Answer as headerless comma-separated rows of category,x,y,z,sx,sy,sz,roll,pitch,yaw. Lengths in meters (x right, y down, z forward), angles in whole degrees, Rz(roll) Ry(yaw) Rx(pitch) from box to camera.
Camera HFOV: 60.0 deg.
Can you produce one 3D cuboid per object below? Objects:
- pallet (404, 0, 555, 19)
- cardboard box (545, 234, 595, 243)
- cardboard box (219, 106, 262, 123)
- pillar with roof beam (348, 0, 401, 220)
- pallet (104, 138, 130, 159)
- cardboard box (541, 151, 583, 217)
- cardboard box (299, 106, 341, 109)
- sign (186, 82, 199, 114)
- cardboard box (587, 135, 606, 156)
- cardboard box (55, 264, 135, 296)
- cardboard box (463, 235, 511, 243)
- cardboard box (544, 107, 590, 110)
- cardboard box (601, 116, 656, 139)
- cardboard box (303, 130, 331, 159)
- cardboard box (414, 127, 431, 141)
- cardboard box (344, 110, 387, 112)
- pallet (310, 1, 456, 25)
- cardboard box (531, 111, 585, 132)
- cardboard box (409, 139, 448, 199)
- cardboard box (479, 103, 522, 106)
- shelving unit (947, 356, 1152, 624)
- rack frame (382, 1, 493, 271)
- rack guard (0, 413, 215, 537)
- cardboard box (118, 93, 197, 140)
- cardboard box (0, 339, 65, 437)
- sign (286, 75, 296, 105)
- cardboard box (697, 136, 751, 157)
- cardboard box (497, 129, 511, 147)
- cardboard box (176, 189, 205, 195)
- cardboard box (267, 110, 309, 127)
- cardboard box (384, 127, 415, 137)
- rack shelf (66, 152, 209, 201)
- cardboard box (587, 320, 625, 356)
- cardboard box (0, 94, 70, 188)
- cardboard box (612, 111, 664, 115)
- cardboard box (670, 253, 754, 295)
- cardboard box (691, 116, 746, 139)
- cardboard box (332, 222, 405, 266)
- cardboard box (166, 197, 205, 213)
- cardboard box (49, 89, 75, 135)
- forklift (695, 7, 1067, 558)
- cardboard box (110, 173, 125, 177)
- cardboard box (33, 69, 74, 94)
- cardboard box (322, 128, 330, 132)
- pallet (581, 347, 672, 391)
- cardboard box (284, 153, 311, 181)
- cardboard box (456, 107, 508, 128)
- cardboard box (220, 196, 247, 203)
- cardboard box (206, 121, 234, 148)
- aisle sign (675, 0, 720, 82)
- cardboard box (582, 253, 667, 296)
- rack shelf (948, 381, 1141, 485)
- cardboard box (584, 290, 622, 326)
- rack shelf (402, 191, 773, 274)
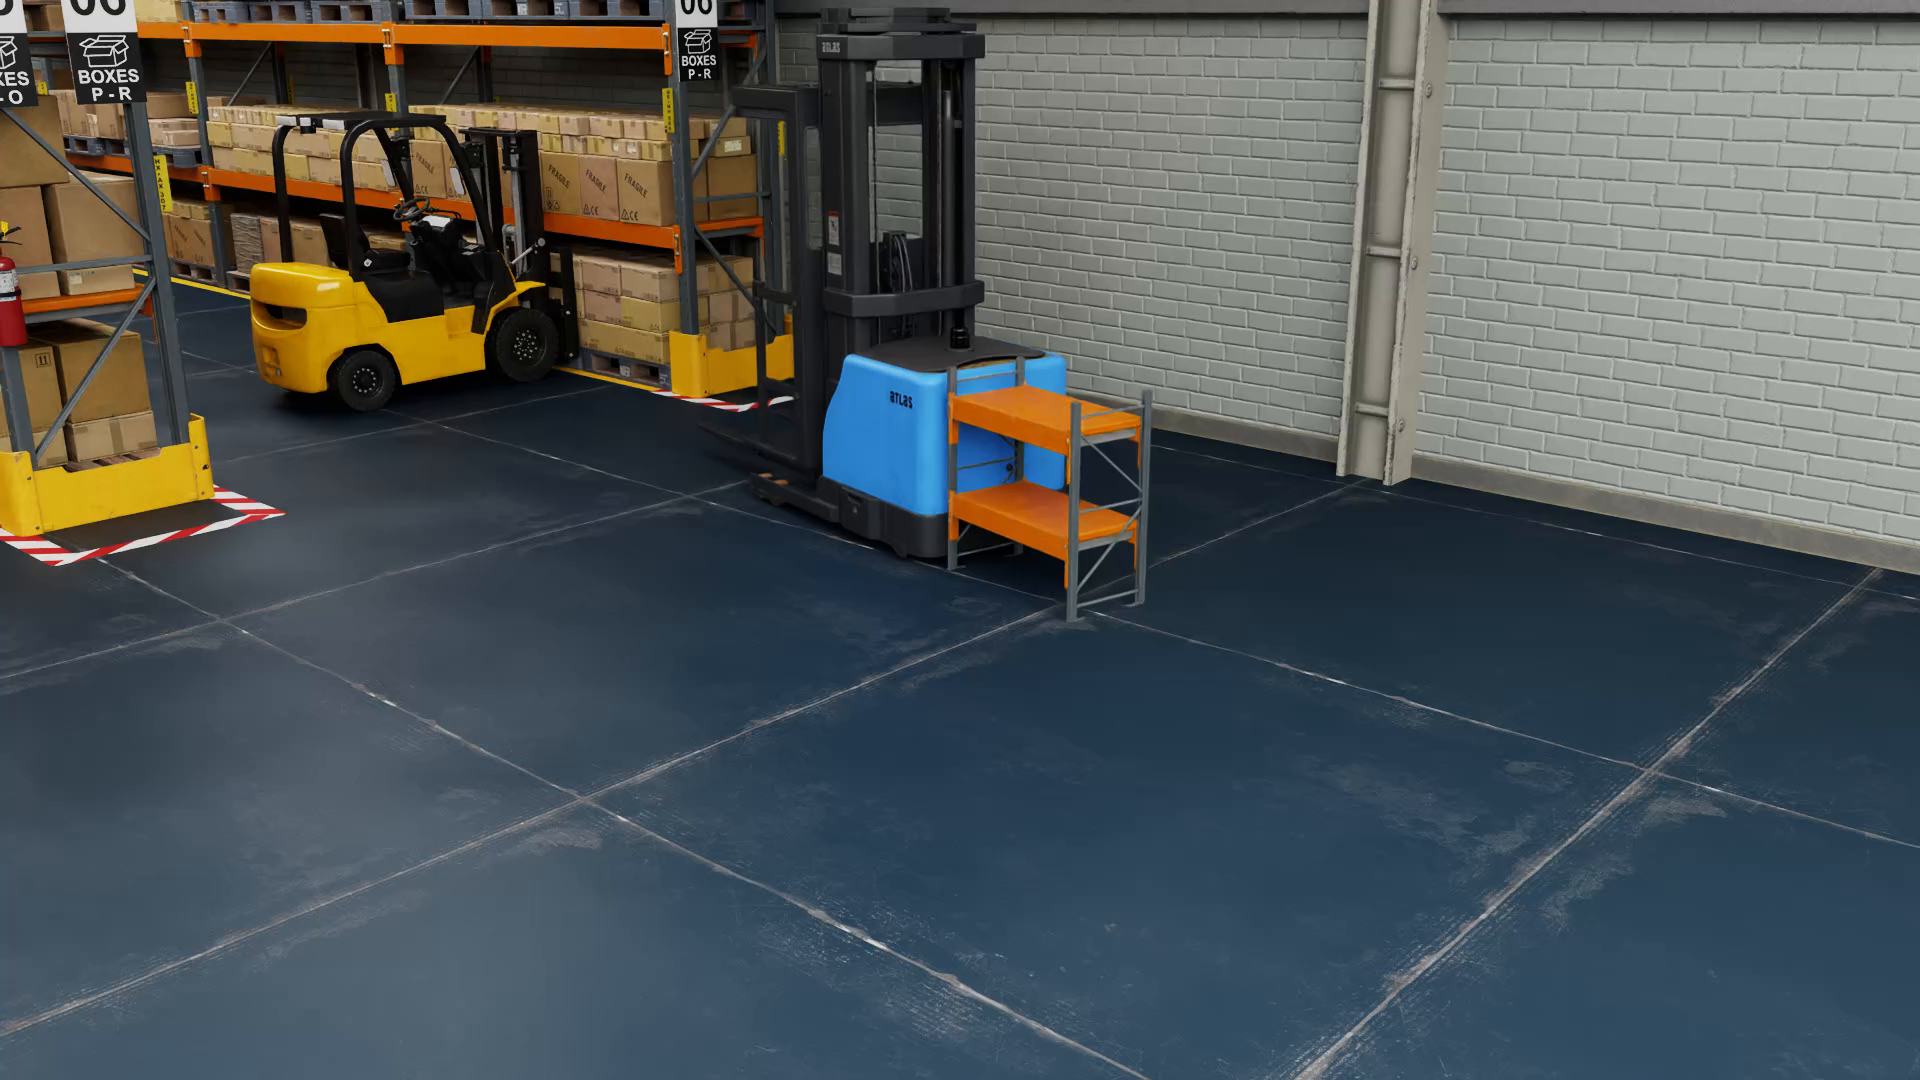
pallet,-4.176,-4.741,14.779,1.213,0.211,1.003,15,23,39
cardboard box,-3.576,-2.627,15.128,0.500,0.250,0.500,15,23,40
cardboard box,-7.579,-4.495,17.578,0.250,0.149,0.380,16,23,40
pillar with roof beam,-9.107,-6.149,14.112,0.400,9.000,9.100,15,23,39
pallet,-9.280,-4.620,19.527,1.213,0.211,1.003,15,23,39
cardboard box,-3.147,-3.012,13.977,0.500,0.500,0.500,14,23,38
cardboard box,-6.792,-4.533,17.697,0.250,0.149,0.380,14,23,38
sign,-8.176,-4.711,17.715,0.005,0.325,0.100,15,23,39
cardboard box,-2.827,-3.241,13.629,0.250,0.149,0.380,15,23,39
cardboard box,-5.248,-1.587,10.069,0.250,0.149,0.380,15,23,39
cardboard box,-4.302,-2.612,15.081,0.500,0.250,0.500,15,23,39
cardboard box,-3.455,-3.757,14.762,0.250,0.149,0.380,15,23,39
cardboard box,-2.666,-3.327,13.408,0.250,0.149,0.380,16,23,40
cardboard box,-6.136,-3.932,16.463,0.500,0.250,0.500,16,23,40
cardboard box,-4.767,-3.752,15.238,0.250,0.149,0.380,15,23,38
cardboard box,-6.061,-4.311,17.000,0.250,0.149,0.380,15,23,40
pallet,-5.499,-5.031,15.864,1.217,0.209,0.805,14,22,37
cardboard box,-3.398,-3.545,14.094,0.250,0.149,0.380,15,23,40
cardboard box,-4.672,-3.418,15.258,0.500,0.500,0.500,14,22,38
cardboard box,-4.231,-3.962,15.407,0.250,0.149,0.380,14,23,38
shelving unit,0.443,-0.290,8.665,0.538,1.125,1.048,-12,21,-34
rack frame,-4.831,-3.519,15.740,0.127,3.000,1.000,15,23,39
rack guard,-5.188,-0.416,10.095,0.348,0.500,1.175,15,23,39
cardboard box,-9.166,-4.857,19.092,0.637,0.503,0.797,14,23,38
cardboard box,-5.903,-0.941,10.228,0.500,0.500,0.500,15,23,40
sign,-7.457,-5.000,18.493,0.005,0.325,0.100,15,23,39
cardboard box,-1.921,-3.199,13.496,0.250,0.149,0.380,14,23,38
cardboard box,-3.829,-3.488,14.407,0.250,0.149,0.380,14,22,38
cardboard box,-9.182,-4.126,20.020,0.250,0.149,0.380,14,22,37
cardboard box,-6.807,-4.291,16.937,0.250,0.149,0.380,16,23,40
cardboard box,-5.234,-3.894,15.685,0.250,0.149,0.380,16,24,41
rack shelf,-9.319,-4.380,19.645,4.000,0.370,1.077,15,23,39
cardboard box,-2.766,-1.730,13.955,0.500,0.250,0.500,15,23,39
cardboard box,-5.658,-2.311,9.625,0.500,0.500,0.700,14,23,38
cardboard box,-2.718,-3.540,14.079,0.250,0.149,0.380,16,24,41
cardboard box,-2.073,-2.221,13.850,0.500,0.250,0.500,15,23,38
cardboard box,-1.949,-3.330,13.416,0.250,0.149,0.380,14,23,38
cardboard box,-5.804,-2.847,16.854,0.625,0.625,0.875,15,23,39
cardboard box,-8.920,-3.855,19.167,0.250,0.149,0.380,16,24,41
cardboard box,-10.601,-5.225,20.257,0.500,0.500,0.700,16,23,41
forklift,-0.659,-1.681,10.064,1.130,2.935,3.031,-12,21,-34
cardboard box,-10.497,-4.411,20.426,0.250,0.149,0.380,14,22,37
cardboard box,-11.752,-5.912,21.797,0.500,0.500,0.500,14,23,38
cardboard box,-6.026,-4.092,16.310,0.250,0.149,0.380,14,23,38
pallet,-2.439,-1.531,14.085,1.213,0.211,1.003,15,23,39
cardboard box,-6.503,-3.797,16.866,0.500,0.250,0.500,16,24,41
cardboard box,-4.213,-3.730,14.676,0.250,0.149,0.380,16,23,40
cardboard box,-8.426,-3.906,19.327,0.250,0.149,0.380,15,23,40
cardboard box,-7.670,-4.339,17.745,0.500,0.250,0.500,15,23,39
aisle sign,-1.985,-3.875,12.565,0.004,0.787,0.394,15,23,39
cardboard box,-2.776,-2.205,13.798,0.500,0.250,0.500,16,23,40
rack shelf,0.443,-0.569,8.576,0.538,0.278,1.000,-12,21,-34
cardboard box,-2.779,-1.974,13.896,0.500,0.250,0.500,15,23,39
rack shelf,-3.335,-2.774,14.584,4.000,0.370,1.077,15,23,39
